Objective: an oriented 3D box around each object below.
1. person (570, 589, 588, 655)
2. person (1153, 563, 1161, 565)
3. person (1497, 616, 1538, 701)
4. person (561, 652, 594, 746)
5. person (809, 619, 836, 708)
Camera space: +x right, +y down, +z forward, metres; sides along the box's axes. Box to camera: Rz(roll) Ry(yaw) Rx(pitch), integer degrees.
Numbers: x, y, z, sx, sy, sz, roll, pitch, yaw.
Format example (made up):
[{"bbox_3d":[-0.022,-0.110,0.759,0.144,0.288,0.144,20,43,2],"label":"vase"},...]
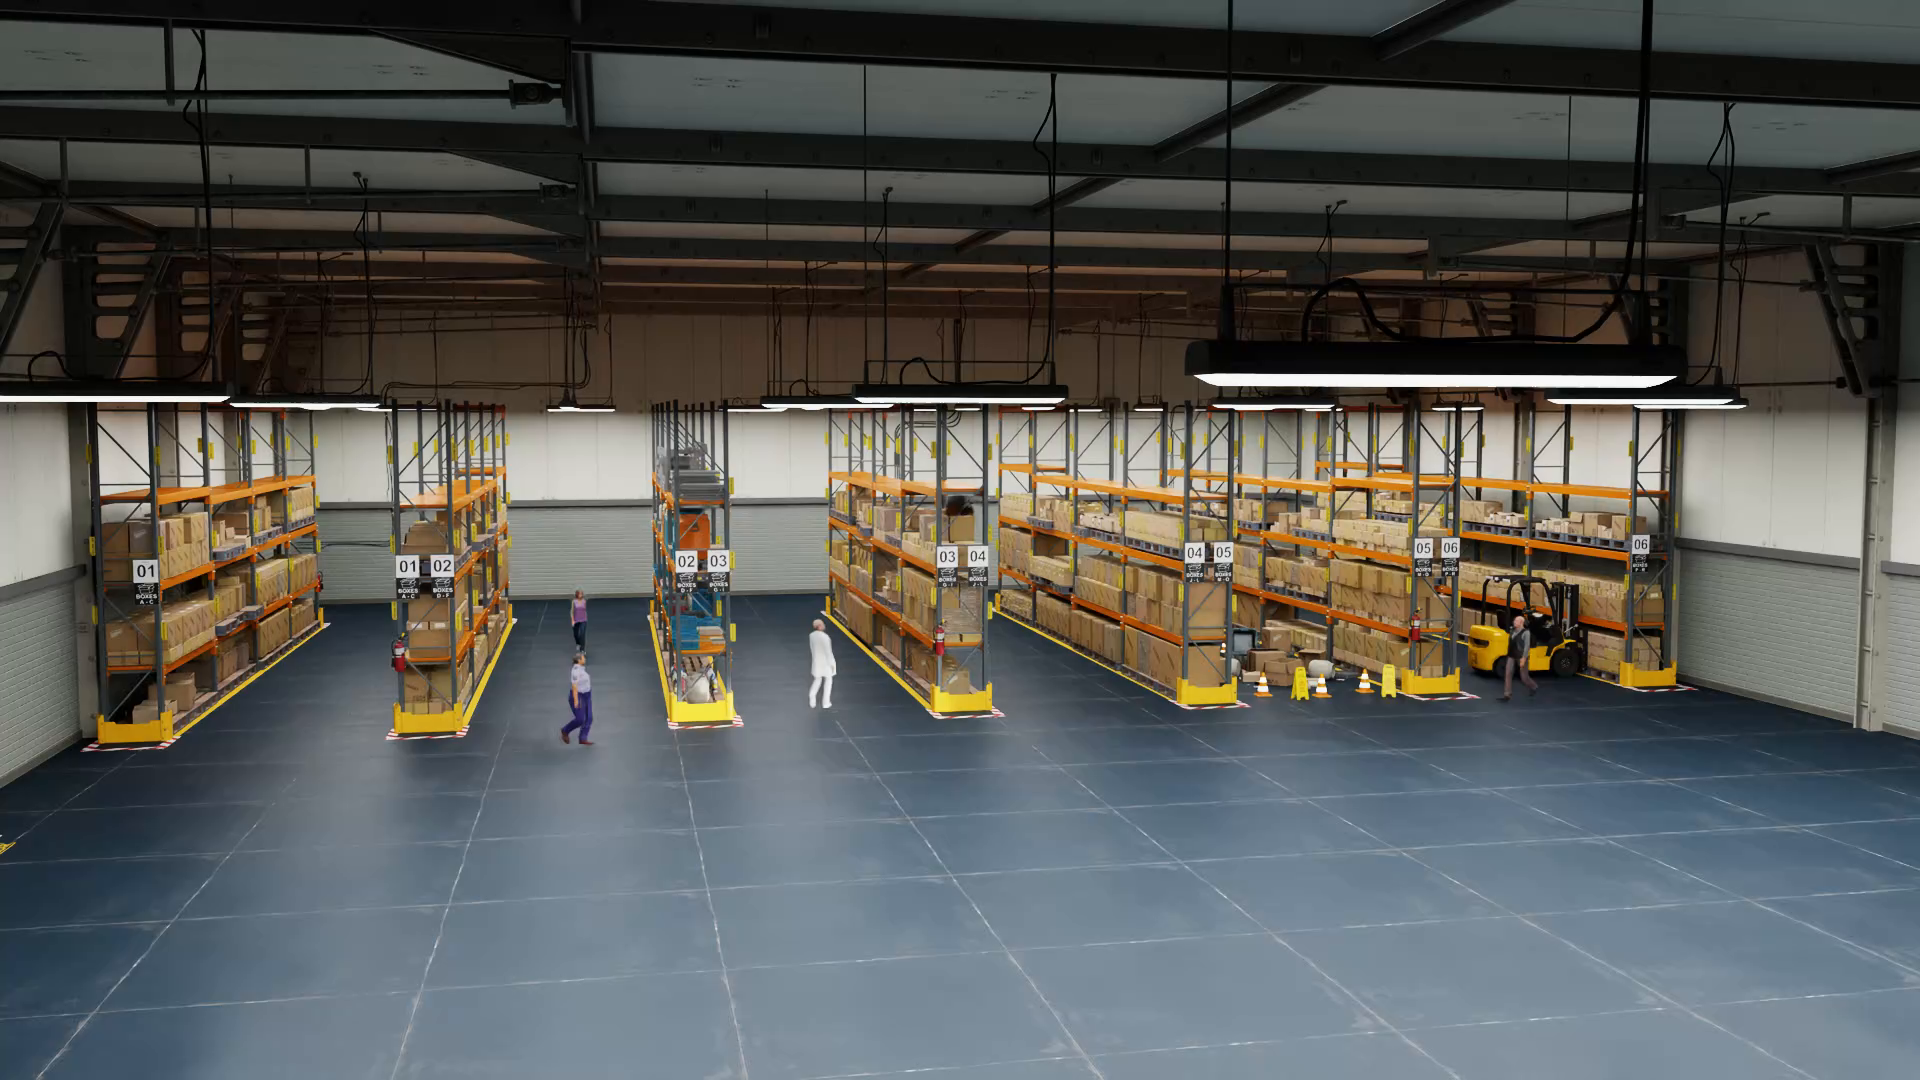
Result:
[{"bbox_3d":[-9.100,1.953,39.759,0.392,1.536,0.865,0,4,-6],"label":"person"},{"bbox_3d":[5.367,1.427,45.970,0.597,1.674,0.524,-2,5,-20],"label":"person"},{"bbox_3d":[11.186,2.368,33.263,0.945,1.699,0.525,-3,5,-36],"label":"person"},{"bbox_3d":[-6.608,2.744,28.732,0.530,1.618,0.524,2,5,24],"label":"person"},{"bbox_3d":[-2.695,2.407,32.252,0.550,1.750,0.804,1,5,18],"label":"person"}]
